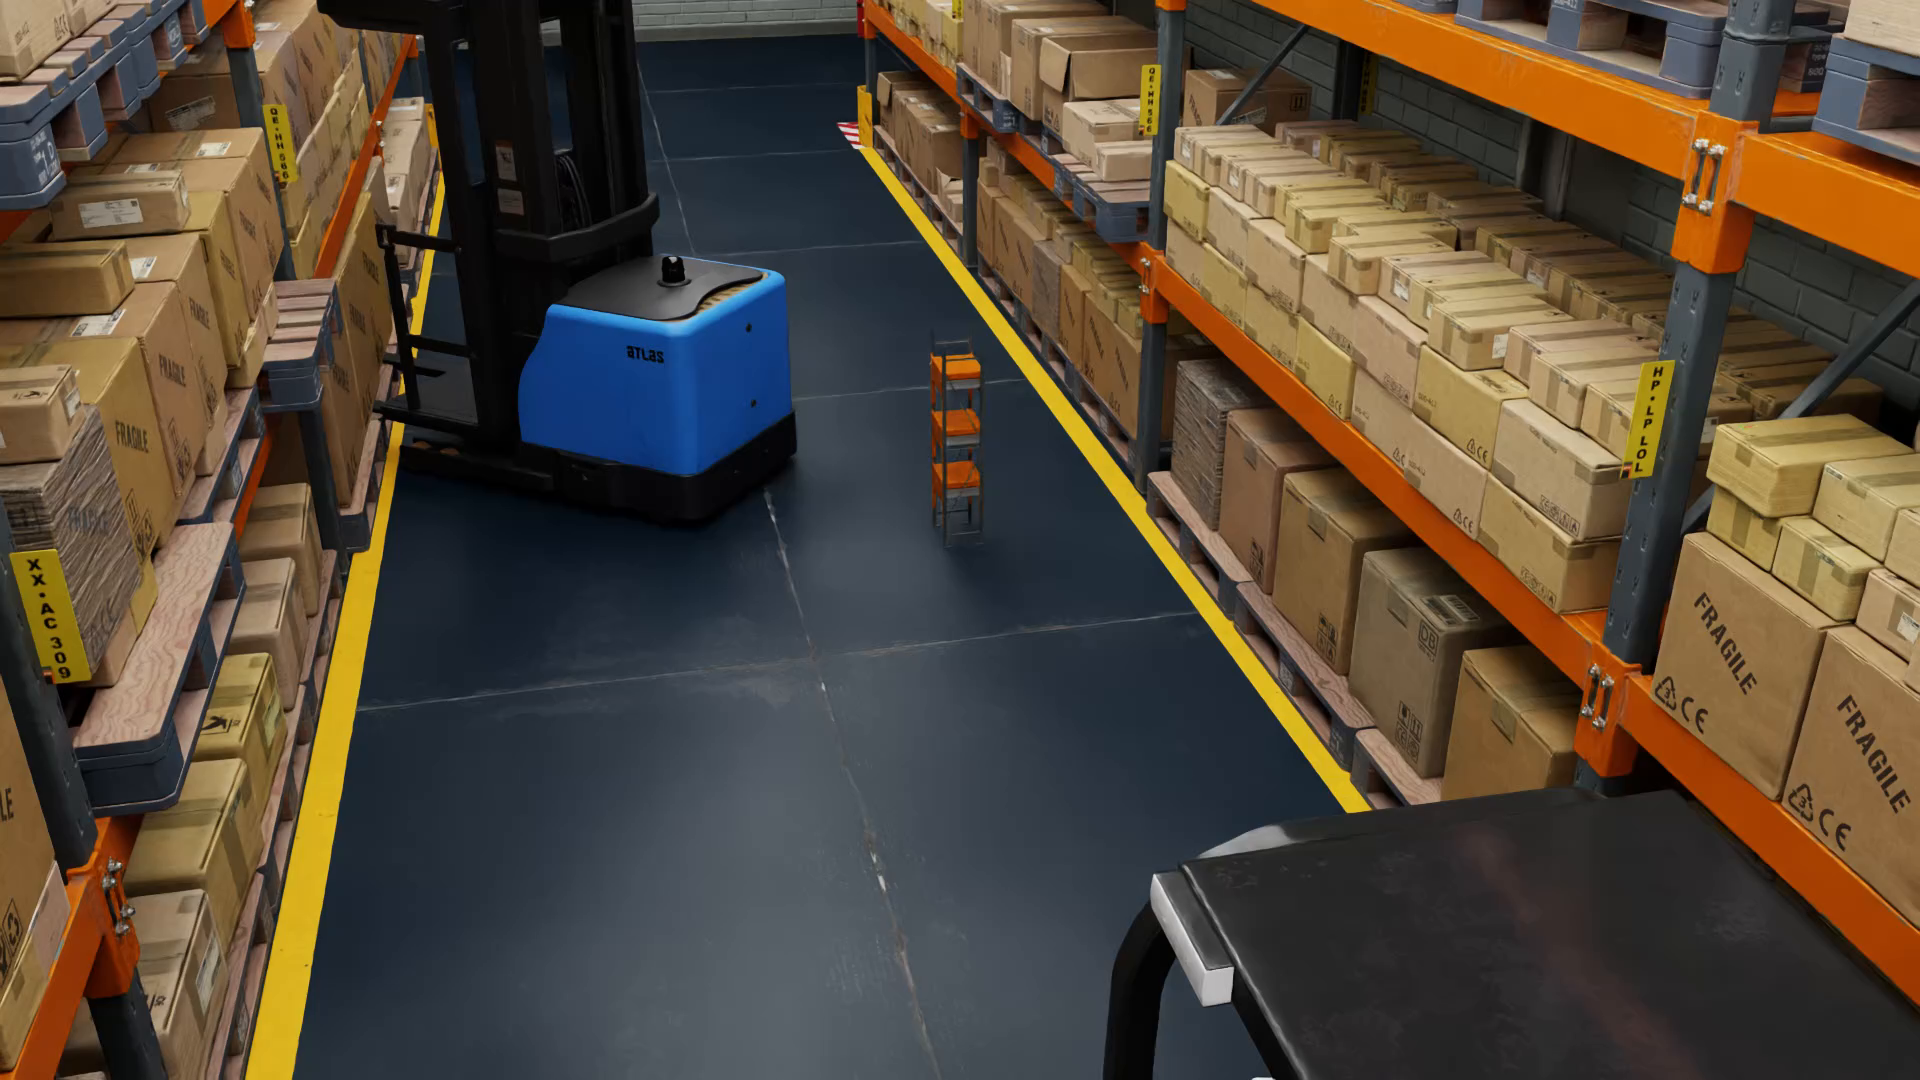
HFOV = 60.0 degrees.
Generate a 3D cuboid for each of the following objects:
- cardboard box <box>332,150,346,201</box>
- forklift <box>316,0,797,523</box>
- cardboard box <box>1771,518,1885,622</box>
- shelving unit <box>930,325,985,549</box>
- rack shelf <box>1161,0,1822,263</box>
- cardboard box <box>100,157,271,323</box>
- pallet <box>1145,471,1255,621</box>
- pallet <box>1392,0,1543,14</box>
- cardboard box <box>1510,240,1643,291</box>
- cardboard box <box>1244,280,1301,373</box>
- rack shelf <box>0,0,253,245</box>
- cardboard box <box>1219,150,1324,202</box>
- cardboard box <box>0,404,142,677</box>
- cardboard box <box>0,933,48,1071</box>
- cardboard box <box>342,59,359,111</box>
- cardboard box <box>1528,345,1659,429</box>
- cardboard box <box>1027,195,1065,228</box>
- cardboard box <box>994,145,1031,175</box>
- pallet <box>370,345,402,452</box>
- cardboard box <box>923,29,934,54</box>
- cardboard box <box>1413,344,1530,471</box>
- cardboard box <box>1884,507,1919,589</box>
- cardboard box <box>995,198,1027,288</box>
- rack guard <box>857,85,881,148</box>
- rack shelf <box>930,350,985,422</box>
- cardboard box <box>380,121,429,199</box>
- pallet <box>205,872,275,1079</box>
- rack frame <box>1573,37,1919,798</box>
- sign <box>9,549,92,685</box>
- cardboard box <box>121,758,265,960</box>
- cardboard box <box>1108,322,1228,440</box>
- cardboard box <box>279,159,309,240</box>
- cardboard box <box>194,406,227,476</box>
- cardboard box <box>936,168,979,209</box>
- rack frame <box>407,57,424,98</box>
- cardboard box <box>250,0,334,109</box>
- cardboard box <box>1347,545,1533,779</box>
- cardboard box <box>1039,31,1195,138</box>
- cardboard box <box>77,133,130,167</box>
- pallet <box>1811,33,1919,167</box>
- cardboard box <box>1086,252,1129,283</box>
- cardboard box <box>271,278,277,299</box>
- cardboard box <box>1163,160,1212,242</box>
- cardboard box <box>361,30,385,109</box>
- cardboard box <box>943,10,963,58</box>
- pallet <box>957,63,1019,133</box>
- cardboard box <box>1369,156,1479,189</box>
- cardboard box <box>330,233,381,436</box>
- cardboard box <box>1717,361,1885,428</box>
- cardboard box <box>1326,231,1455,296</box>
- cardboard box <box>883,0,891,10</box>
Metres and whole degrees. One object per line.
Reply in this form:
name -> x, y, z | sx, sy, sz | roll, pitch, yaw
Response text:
cardboard box -> -3.637, -1.985, 9.020 | 0.500, 0.250, 0.500 | -6, 27, -12
forklift -> -2.445, -1.836, 8.634 | 3.031, 2.935, 1.130 | 12, 29, 23
cardboard box -> 2.200, 0.055, 3.980 | 0.380, 0.149, 0.250 | -5, 27, -10
shelving unit -> -0.012, -0.492, 8.060 | 0.215, 1.050, 0.252 | -6, 27, -12
rack shelf -> 1.874, -1.786, 5.930 | 1.077, 0.370, 4.000 | -6, 27, -12
cardboard box -> -2.911, -1.109, 6.210 | 0.500, 0.500, 0.500 | -6, 27, -12
pallet -> 1.571, -0.036, 8.088 | 1.003, 0.211, 1.213 | -6, 27, -12
pallet -> 1.918, -2.122, 6.005 | 1.003, 0.211, 1.213 | -5, 27, -9
cardboard box -> 2.219, -0.966, 6.004 | 0.380, 0.149, 0.250 | -6, 27, -12
cardboard box -> 1.517, -0.913, 6.897 | 0.500, 0.250, 0.500 | -7, 28, -13
rack shelf -> -2.961, -1.281, 4.928 | 1.077, 0.370, 4.000 | -6, 27, -12
cardboard box -> 1.352, -1.584, 7.228 | 0.380, 0.149, 0.250 | -5, 27, -10
cardboard box -> -2.337, 0.015, 3.983 | 0.500, 0.500, 0.500 | -5, 27, -10
cardboard box -> -2.078, 0.946, 3.325 | 0.380, 0.149, 0.250 | -5, 27, -10
cardboard box -> -3.857, -2.666, 9.814 | 0.500, 0.250, 0.500 | -5, 27, -10
cardboard box -> 1.956, -0.464, 5.009 | 0.380, 0.149, 0.250 | -6, 27, -12
cardboard box -> 0.645, -2.121, 10.712 | 0.380, 0.149, 0.250 | -6, 27, -12
cardboard box -> 0.449, -2.603, 11.336 | 0.380, 0.149, 0.250 | -7, 28, -14
pallet -> -3.788, -0.784, 9.569 | 1.003, 0.211, 1.213 | -6, 27, -12
cardboard box -> -0.076, -3.856, 12.839 | 0.380, 0.149, 0.250 | -6, 27, -12
cardboard box -> 1.842, -0.461, 5.447 | 0.500, 0.250, 0.500 | -7, 28, -13
cardboard box -> 2.321, 0.029, 3.702 | 0.380, 0.149, 0.250 | -6, 27, -13
cardboard box -> 0.541, -2.006, 11.204 | 0.500, 0.500, 0.500 | -6, 27, -12
rack guard -> -0.362, -4.009, 15.638 | 1.175, 0.500, 0.348 | -6, 27, -12
rack shelf -> -0.012, -0.736, 7.937 | 0.215, 0.259, 0.240 | -6, 27, -12
cardboard box -> -4.754, -3.016, 13.274 | 0.875, 0.438, 0.875 | -5, 27, -10
pallet -> -2.687, 1.518, 5.007 | 1.003, 0.211, 1.213 | -6, 27, -12
rack frame -> 2.325, 0.110, 4.704 | 1.000, 3.000, 0.127 | -6, 27, -12
sign -> -1.983, 0.170, 3.623 | 0.100, 0.325, 0.005 | -6, 27, -12
cardboard box -> -2.796, 1.056, 5.280 | 0.950, 0.372, 0.625 | -4, 27, -8
cardboard box -> 1.119, -0.882, 8.976 | 0.500, 0.500, 0.500 | -5, 27, -10
cardboard box -> -3.285, -1.545, 7.593 | 0.500, 0.250, 0.500 | -6, 27, -12
cardboard box -> -2.594, -0.310, 5.348 | 0.380, 0.149, 0.250 | -5, 27, -10
cardboard box -> 0.030, -2.741, 12.920 | 0.396, 0.266, 0.258 | -5, 27, -10
rack frame -> -5.215, -4.653, 14.139 | 1.000, 3.000, 0.127 | -6, 27, -12
cardboard box -> -3.618, -2.541, 8.734 | 0.500, 0.500, 0.500 | -6, 27, -11
cardboard box -> 2.029, 0.413, 6.273 | 0.875, 0.625, 0.625 | -6, 27, -12
cardboard box -> 0.875, -2.578, 9.448 | 0.797, 0.503, 0.637 | -7, 28, -13
cardboard box -> -3.536, -1.285, 6.559 | 0.500, 0.500, 0.500 | -7, 28, -13
pallet -> 2.542, -0.818, 3.312 | 1.003, 0.211, 1.213 | -6, 27, -12
cardboard box -> 0.942, -1.556, 9.592 | 0.380, 0.149, 0.250 | -5, 27, -10
cardboard box -> -2.978, -0.986, 6.687 | 0.380, 0.149, 0.250 | -6, 27, -11
cardboard box -> 1.261, -1.581, 7.664 | 0.500, 0.250, 0.500 | -6, 27, -12
cardboard box -> -4.164, -3.174, 11.099 | 0.500, 0.500, 0.500 | -5, 27, -10
cardboard box -> 0.169, -3.667, 12.023 | 0.500, 0.250, 0.500 | -5, 27, -10
pallet -> 0.596, -2.955, 10.988 | 1.003, 0.211, 1.213 | -6, 27, -12
cardboard box -> 1.984, -1.534, 7.130 | 0.380, 0.149, 0.250 | -6, 28, -13
cardboard box -> -3.683, -1.083, 8.960 | 0.875, 0.875, 0.875 | -6, 27, -11
cardboard box -> 2.455, -0.401, 4.884 | 0.380, 0.149, 0.250 | -7, 28, -13
cardboard box -> 1.579, -1.019, 6.108 | 0.380, 0.149, 0.250 | -7, 28, -13
cardboard box -> -0.470, -4.767, 14.645 | 0.380, 0.149, 0.250 | -5, 27, -10
